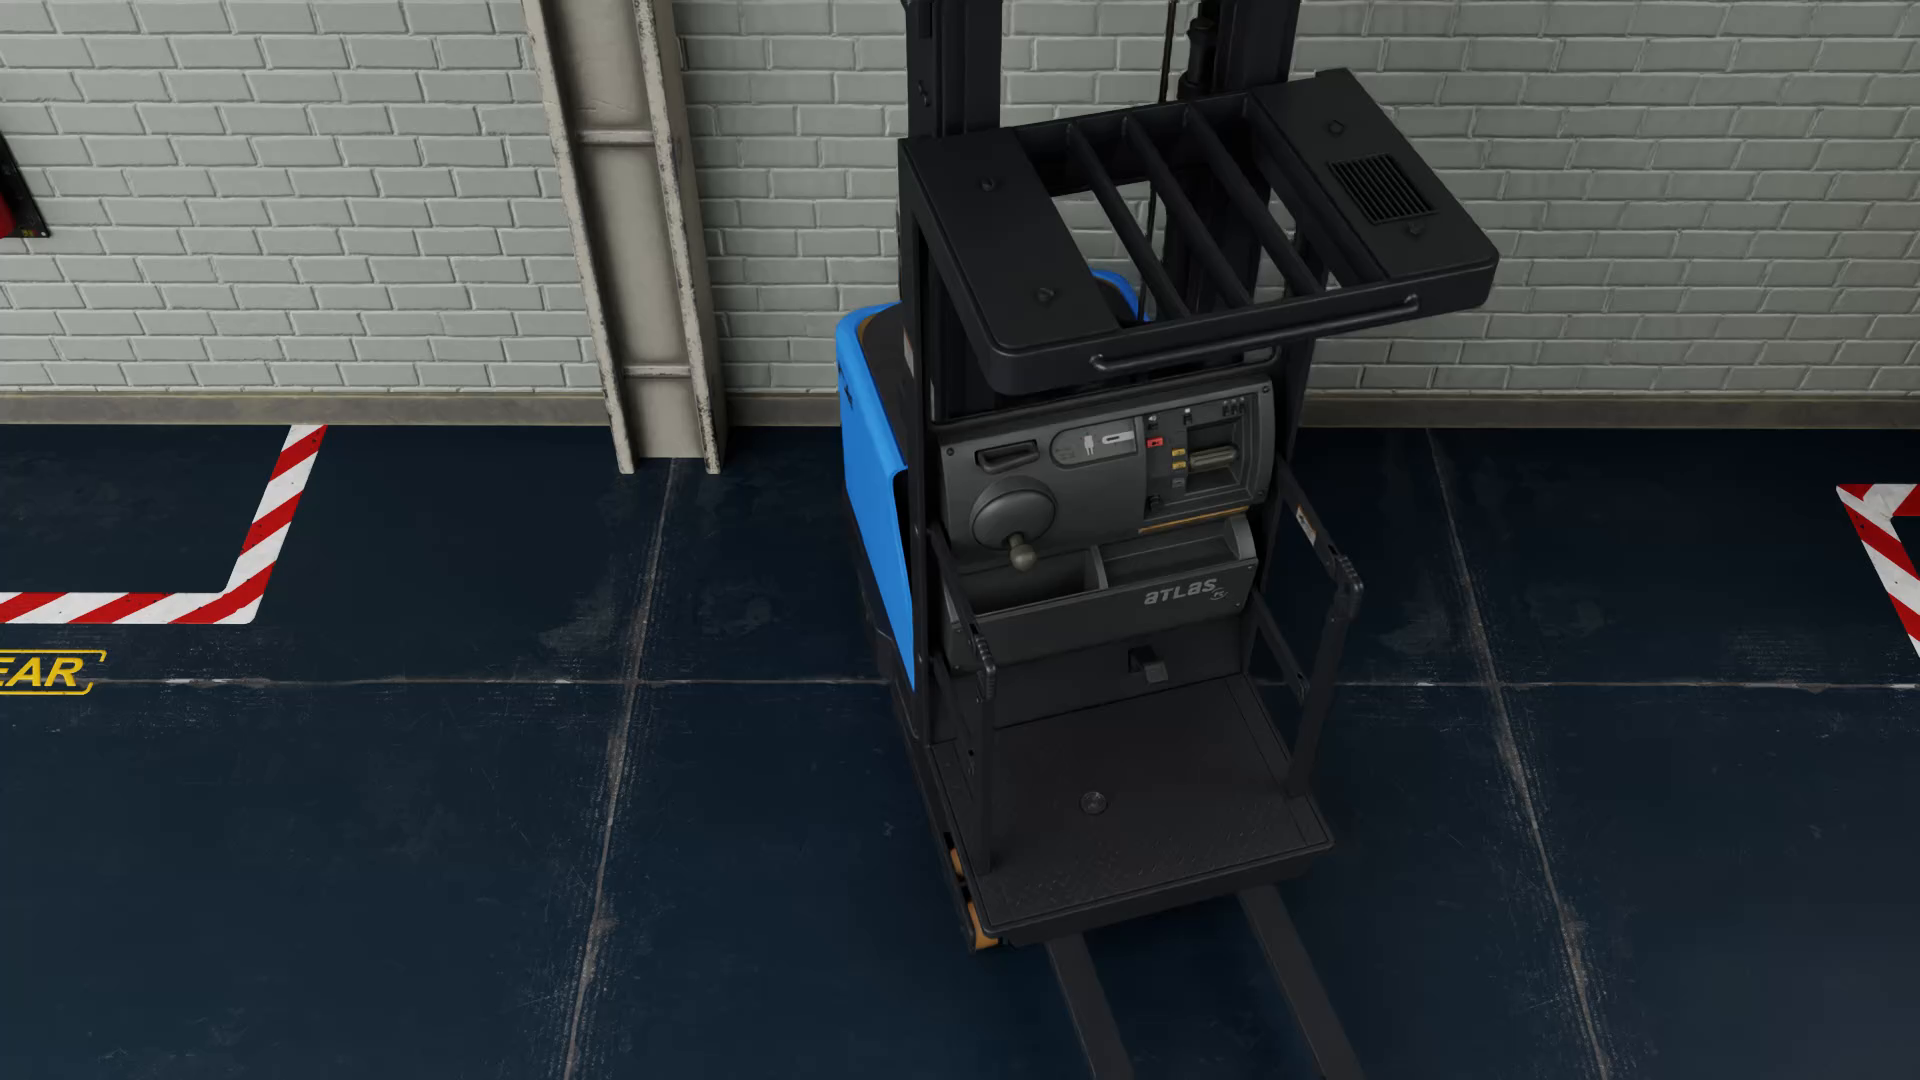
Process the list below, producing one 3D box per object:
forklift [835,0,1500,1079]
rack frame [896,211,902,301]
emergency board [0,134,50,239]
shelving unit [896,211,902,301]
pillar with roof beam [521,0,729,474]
[{"bbox_3d":[0.466,-0.080,4.322,1.130,2.935,3.031,-12,48,-11],"label":"forklift"},{"bbox_3d":[-0.180,-0.622,6.009,0.006,1.200,0.240,-12,48,-11],"label":"rack frame"},{"bbox_3d":[-3.600,-1.430,5.531,0.643,1.169,0.194,0,47,0],"label":"emergency board"},{"bbox_3d":[-0.092,-0.641,6.026,0.189,1.200,0.258,-12,48,-11],"label":"shelving unit"},{"bbox_3d":[-1.145,-0.288,0.370,0.400,9.000,9.100,0,47,0],"label":"pillar with roof beam"}]
